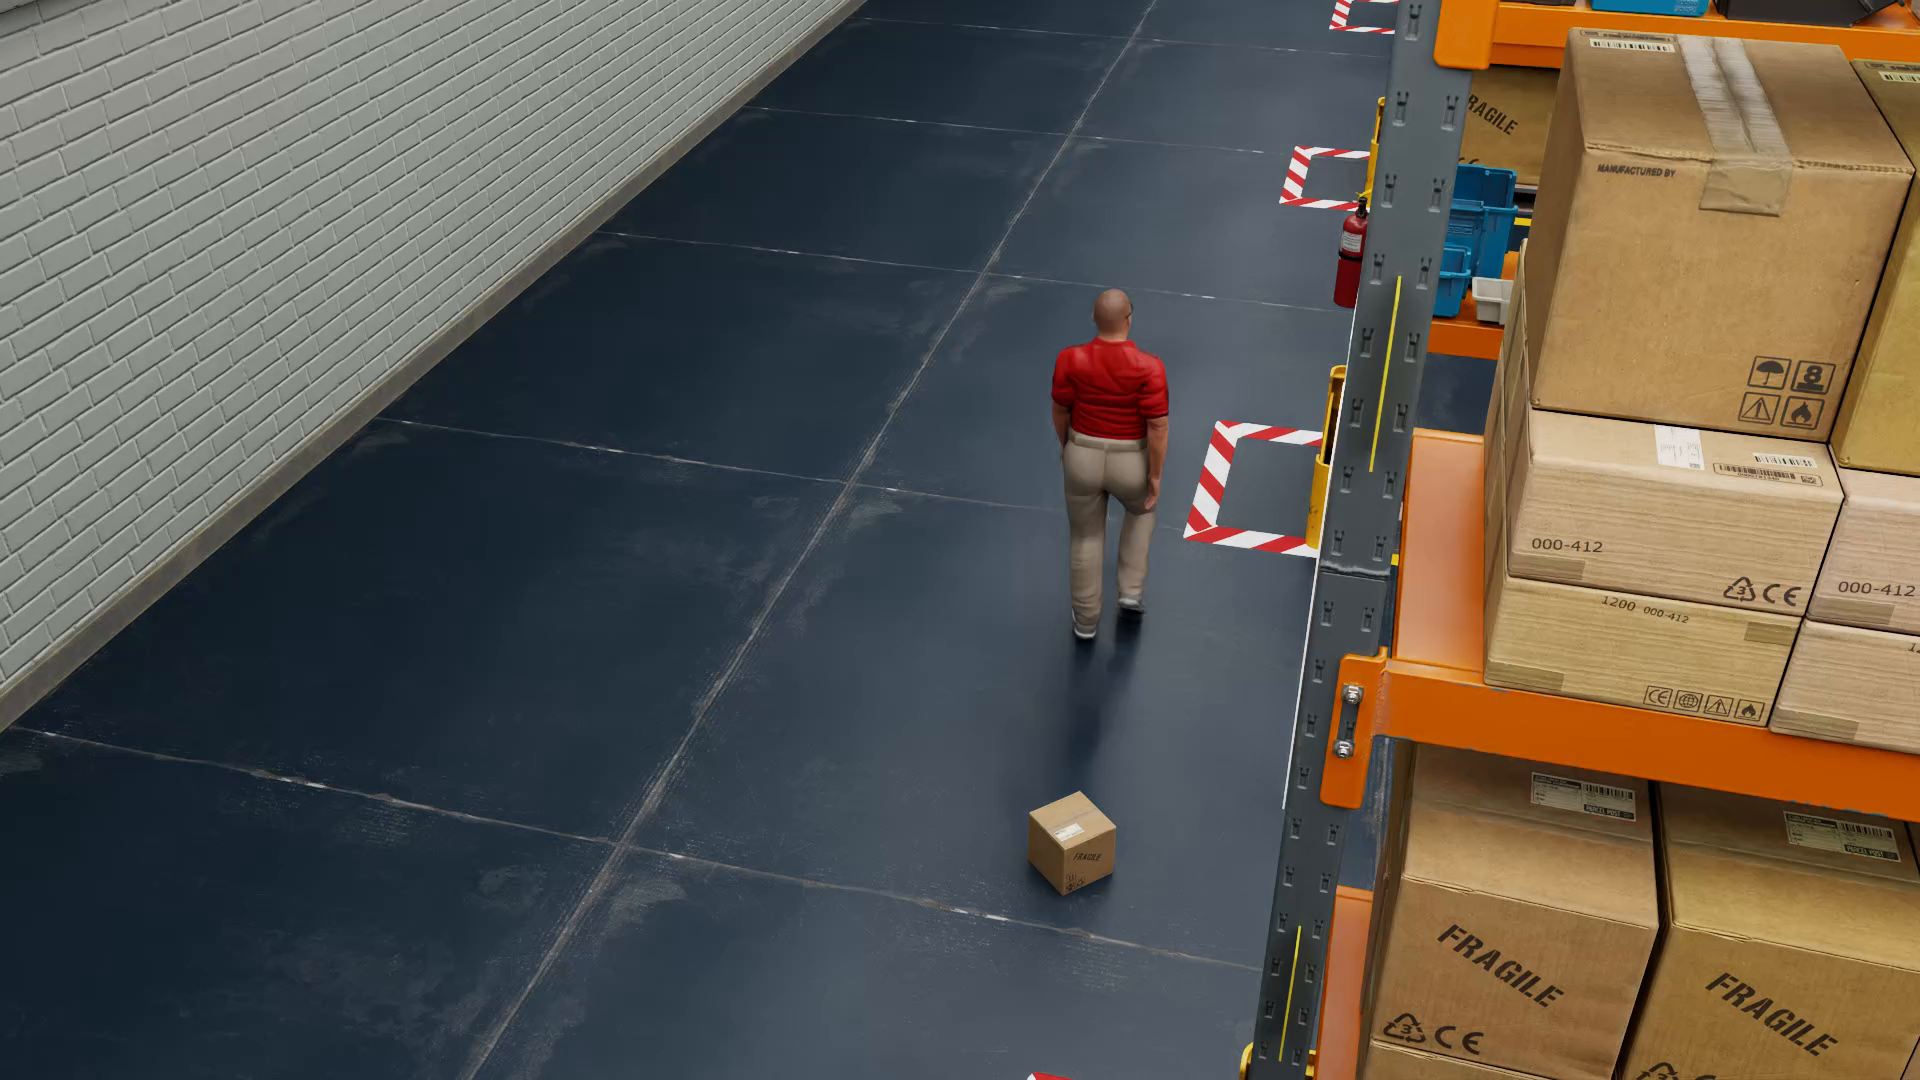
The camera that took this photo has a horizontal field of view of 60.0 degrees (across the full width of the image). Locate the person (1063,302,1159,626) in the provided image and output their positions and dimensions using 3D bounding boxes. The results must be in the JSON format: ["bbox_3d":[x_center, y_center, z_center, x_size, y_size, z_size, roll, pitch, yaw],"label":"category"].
[{"bbox_3d":[0.701,-0.365,7.674,0.442,1.541,0.504,6,33,9],"label":"person"}]
